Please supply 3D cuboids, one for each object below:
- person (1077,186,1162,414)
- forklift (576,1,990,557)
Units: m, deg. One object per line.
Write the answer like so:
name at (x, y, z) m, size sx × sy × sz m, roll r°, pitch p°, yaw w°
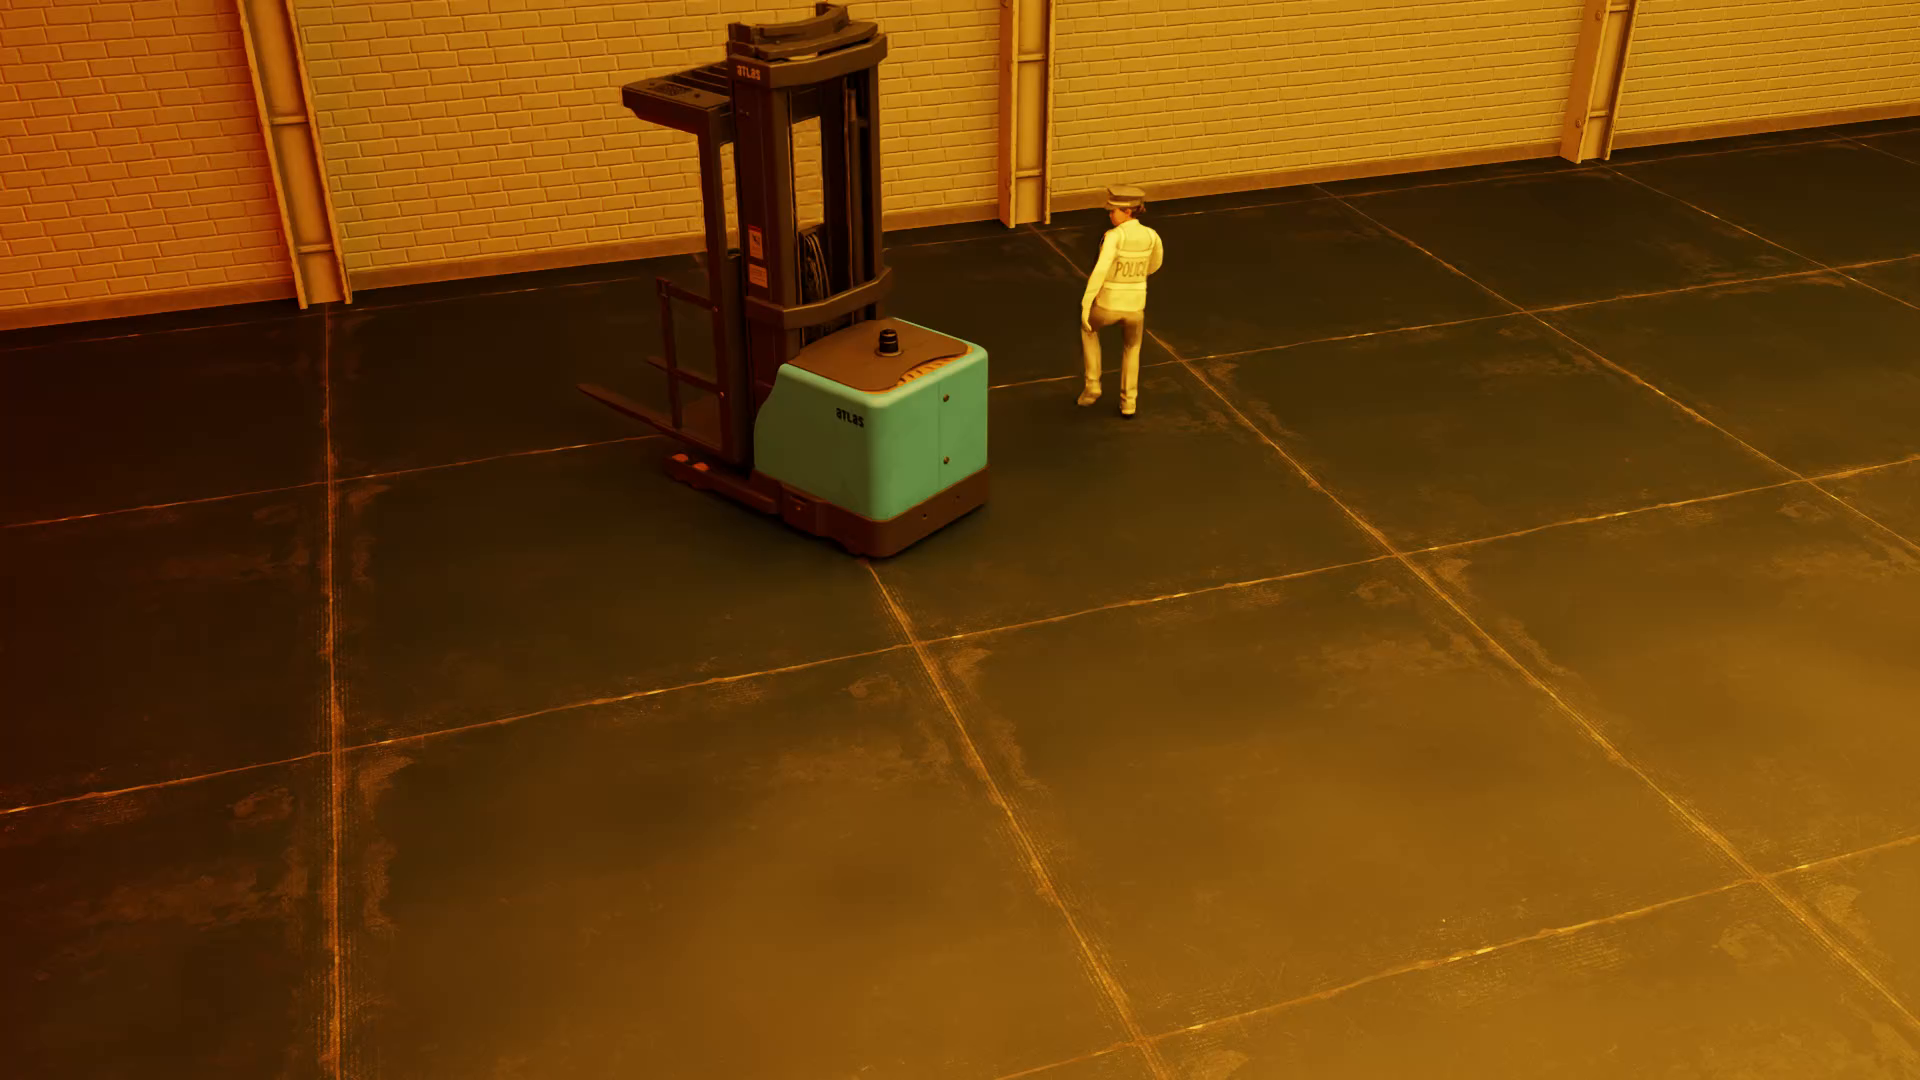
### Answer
person at (1.060, -1.588, 11.218) m, size 0.654 × 1.614 × 0.671 m, roll -6°, pitch 30°, yaw -10°
forklift at (-1.267, -1.773, 10.168) m, size 3.031 × 2.935 × 1.130 m, roll 23°, pitch 37°, yaw 34°
